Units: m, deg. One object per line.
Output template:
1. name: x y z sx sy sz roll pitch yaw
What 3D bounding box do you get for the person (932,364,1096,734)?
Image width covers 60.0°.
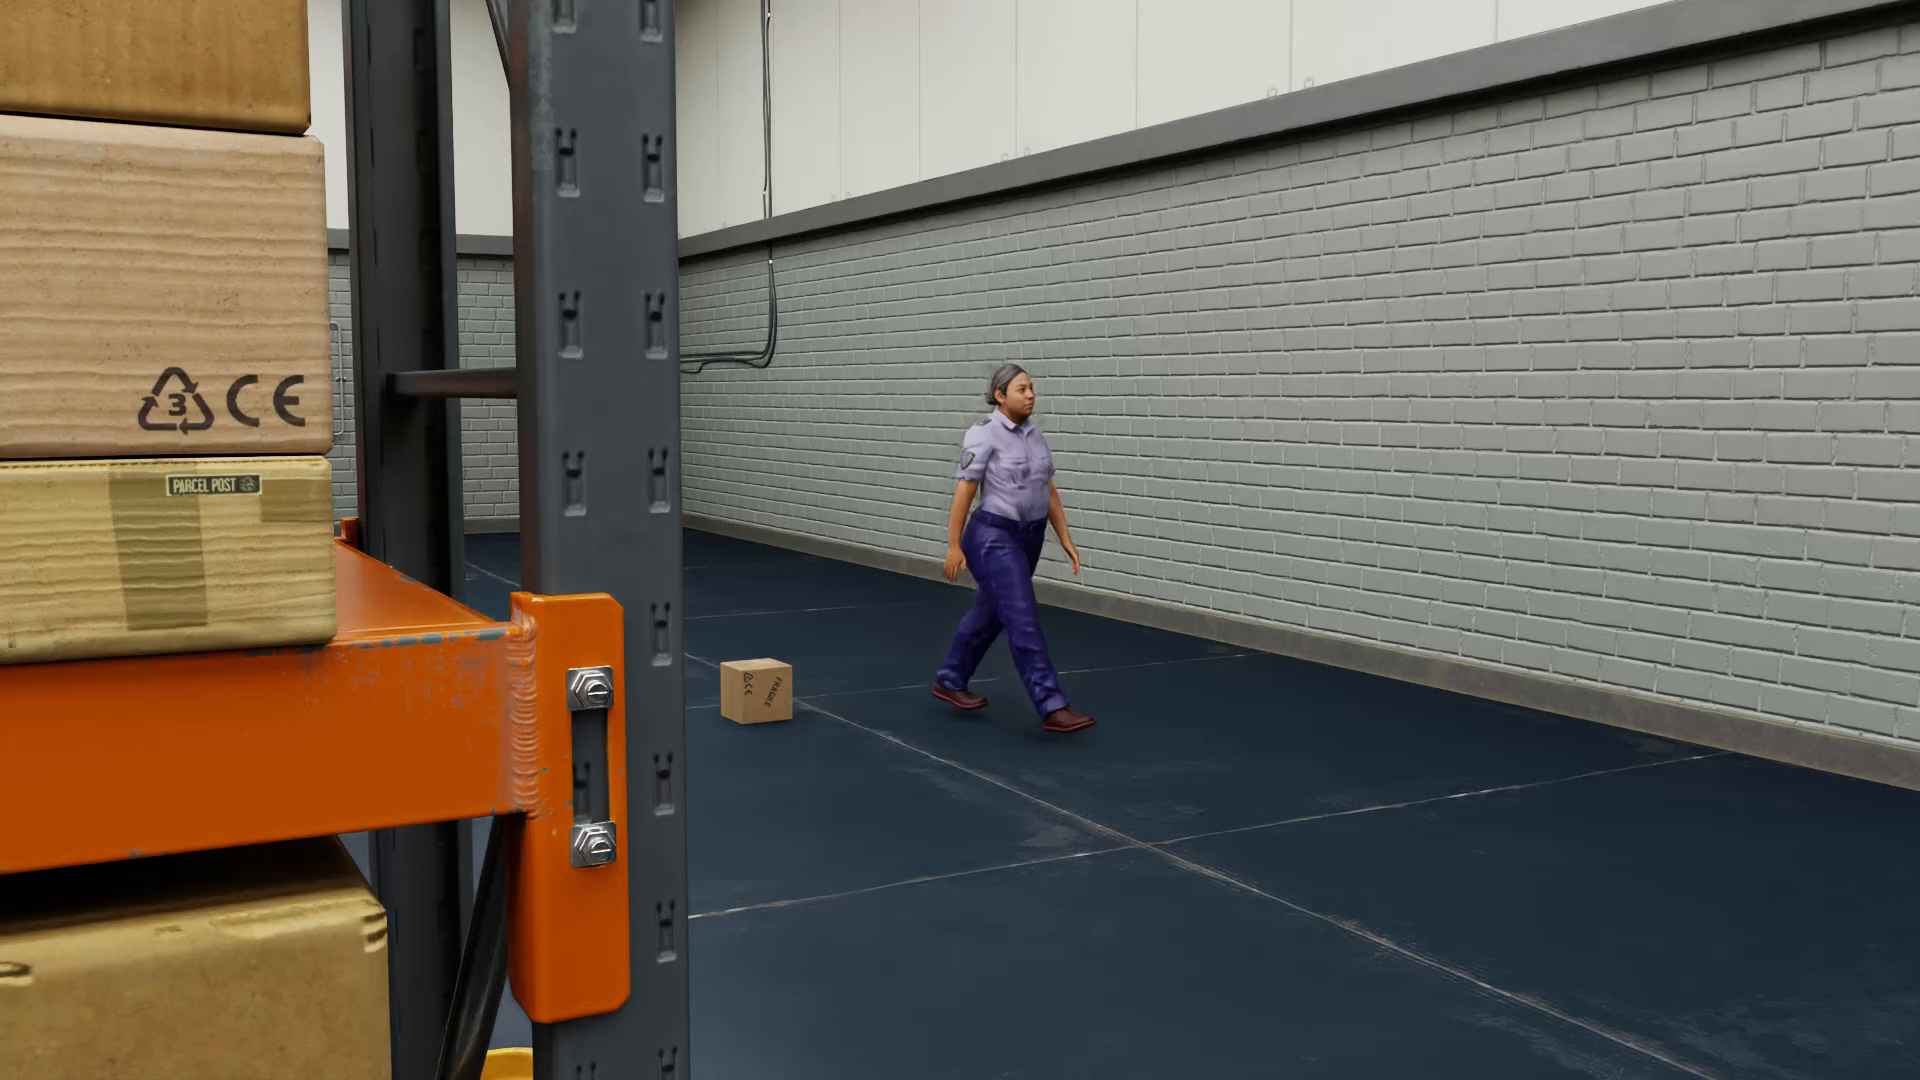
1. person: 0.249 0.018 7.356 1.020 1.587 0.521 4 6 37
